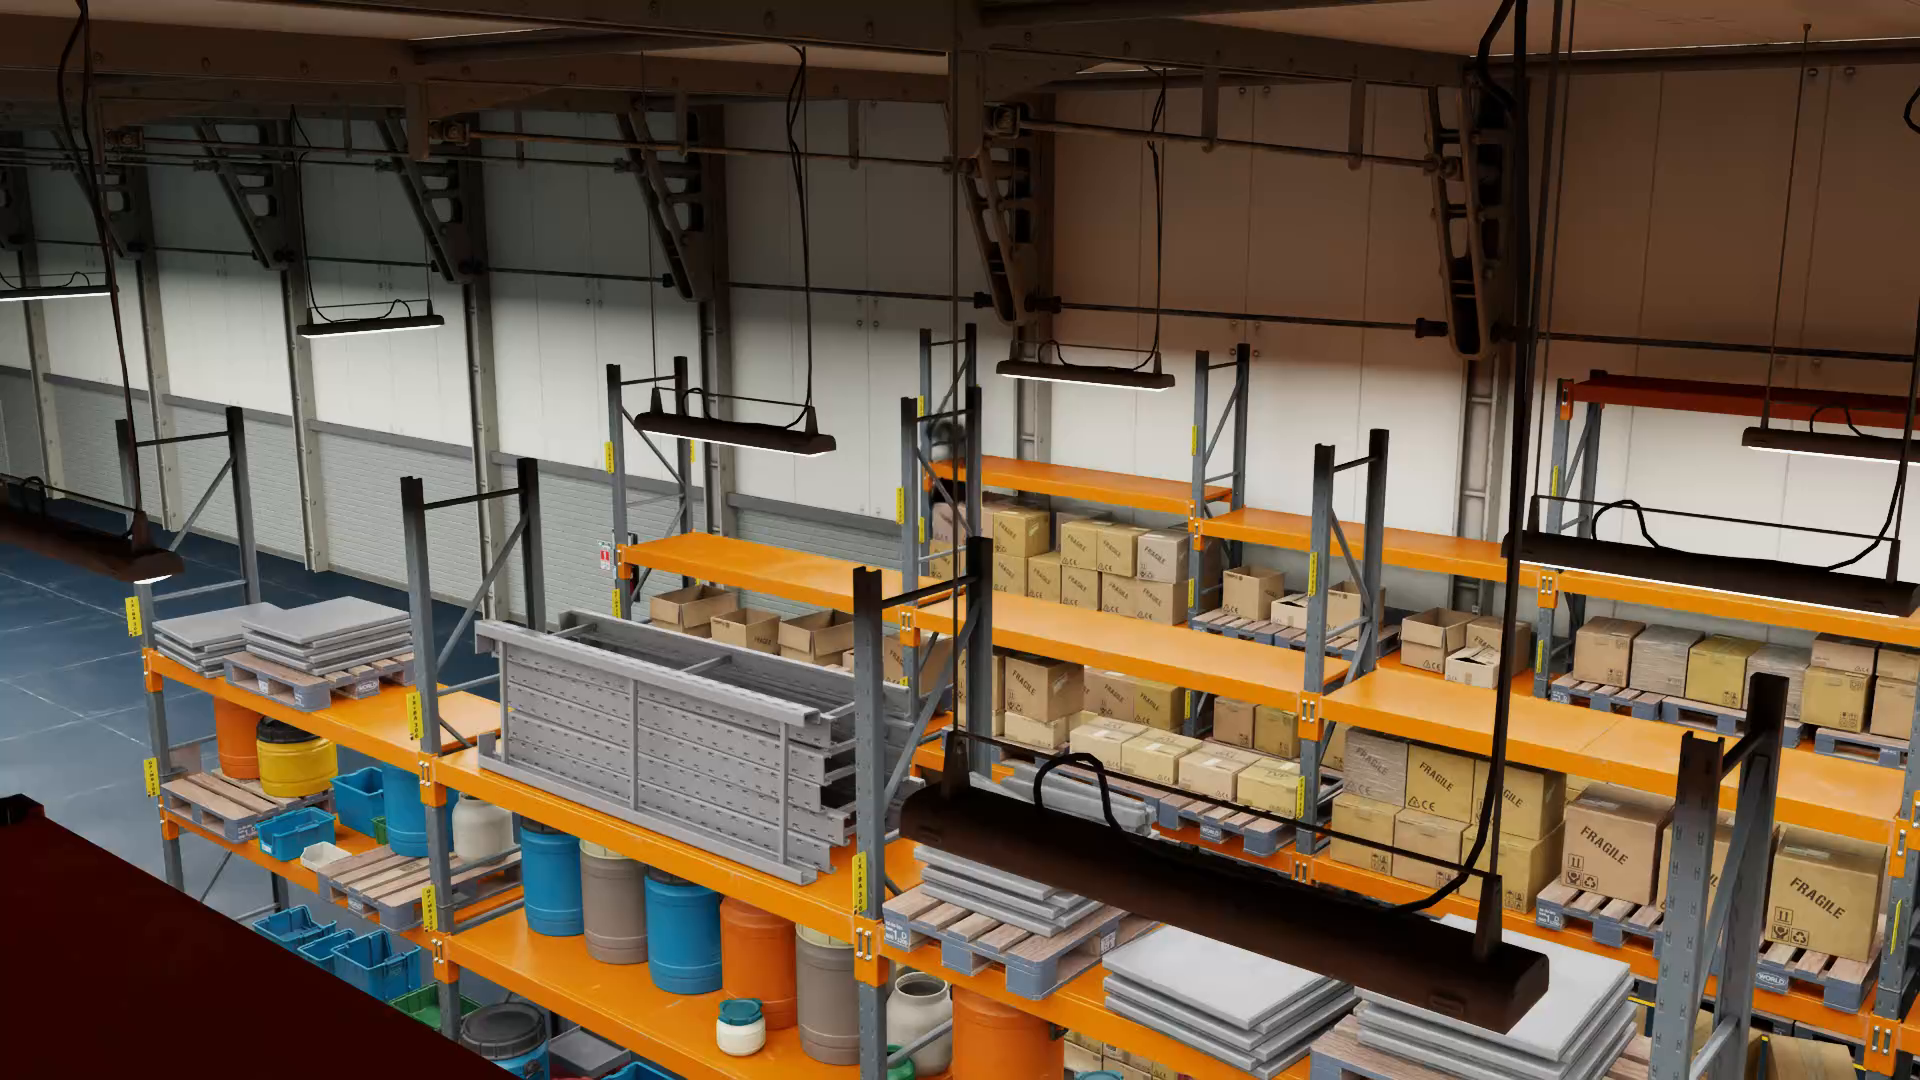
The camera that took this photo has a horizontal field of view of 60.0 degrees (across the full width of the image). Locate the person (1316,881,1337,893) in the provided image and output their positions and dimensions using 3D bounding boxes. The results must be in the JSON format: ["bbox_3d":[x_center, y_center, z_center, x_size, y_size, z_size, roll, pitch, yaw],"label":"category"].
[{"bbox_3d":[3.395,3.900,15.203,0.926,1.656,0.562,7,14,28],"label":"person"}]
